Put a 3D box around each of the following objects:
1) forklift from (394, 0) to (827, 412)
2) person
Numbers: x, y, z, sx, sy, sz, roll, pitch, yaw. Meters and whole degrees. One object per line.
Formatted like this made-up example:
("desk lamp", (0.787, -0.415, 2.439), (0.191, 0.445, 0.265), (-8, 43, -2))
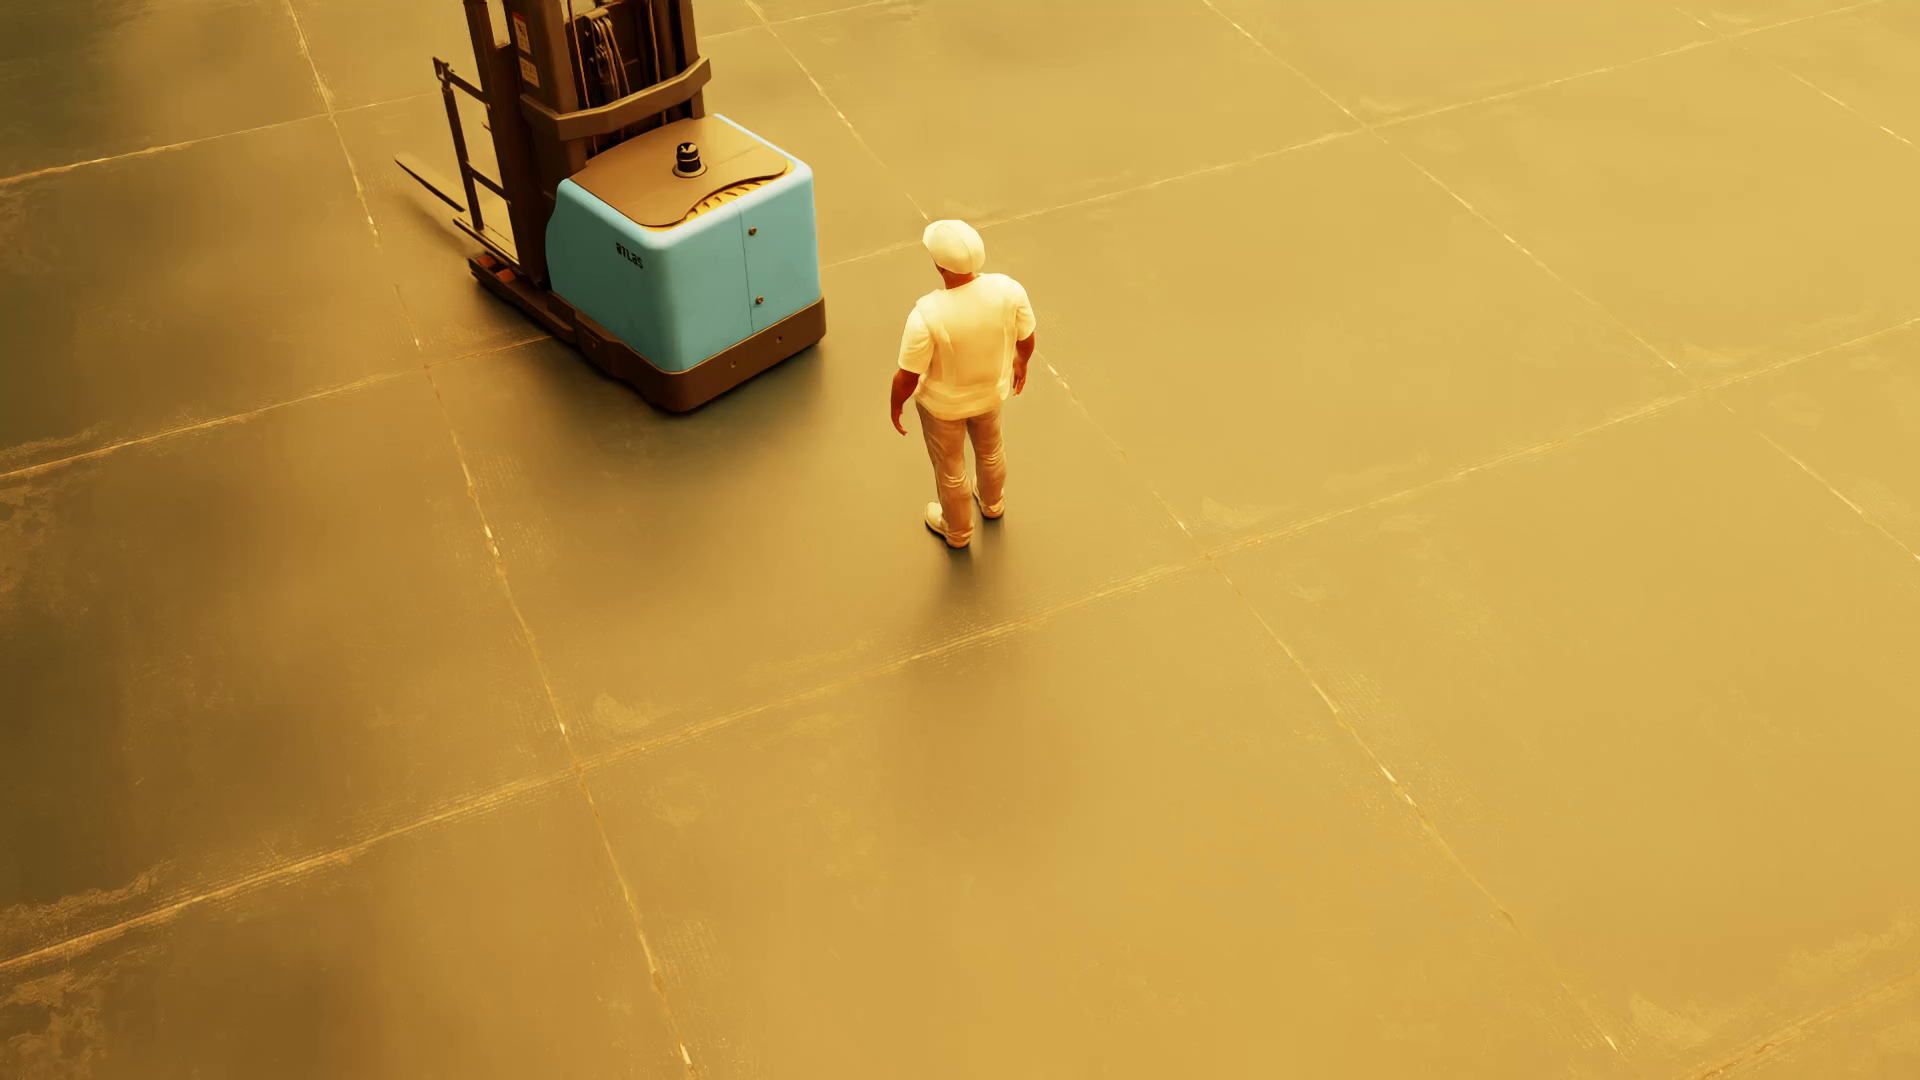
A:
("forklift", (-2.103, -2.628, 8.496), (1.130, 2.935, 3.031), (-34, 52, -31))
("person", (-0.024, -0.695, 7.269), (0.666, 1.765, 0.577), (-18, 46, -18))
